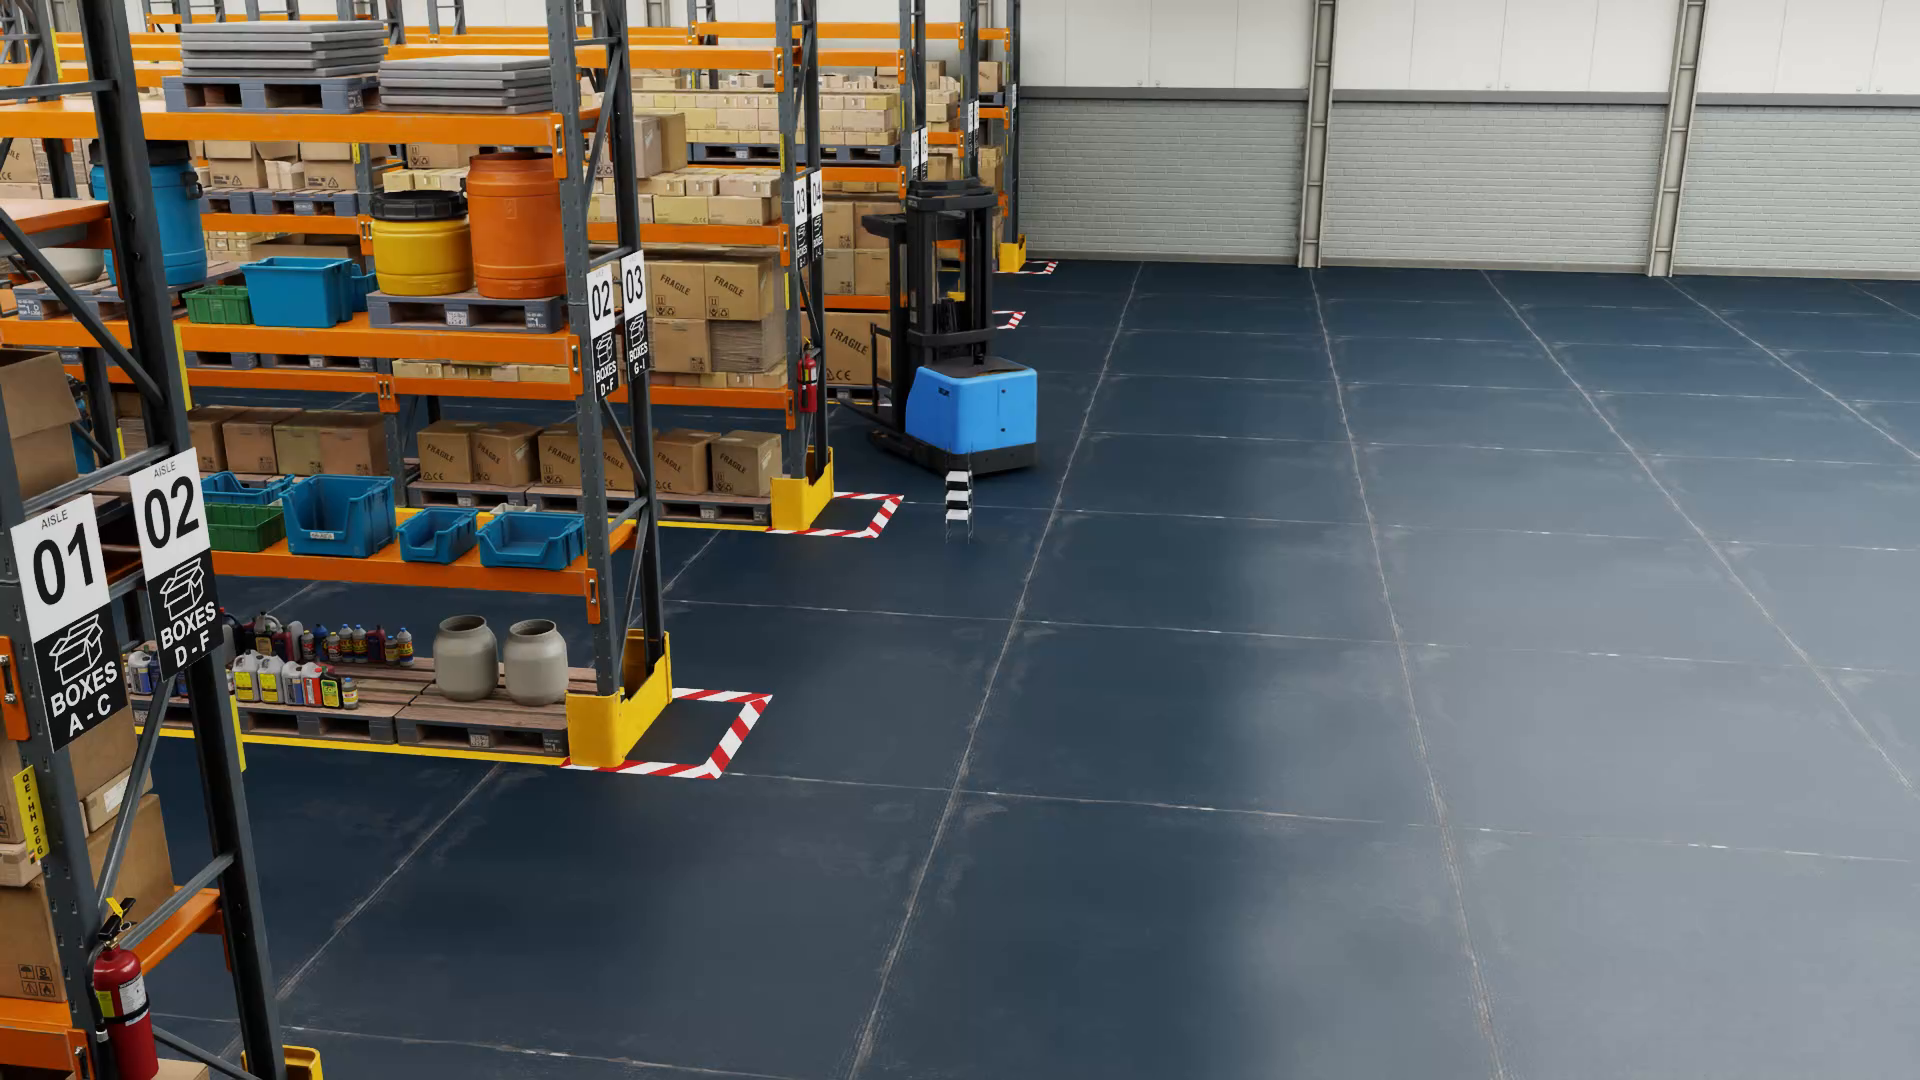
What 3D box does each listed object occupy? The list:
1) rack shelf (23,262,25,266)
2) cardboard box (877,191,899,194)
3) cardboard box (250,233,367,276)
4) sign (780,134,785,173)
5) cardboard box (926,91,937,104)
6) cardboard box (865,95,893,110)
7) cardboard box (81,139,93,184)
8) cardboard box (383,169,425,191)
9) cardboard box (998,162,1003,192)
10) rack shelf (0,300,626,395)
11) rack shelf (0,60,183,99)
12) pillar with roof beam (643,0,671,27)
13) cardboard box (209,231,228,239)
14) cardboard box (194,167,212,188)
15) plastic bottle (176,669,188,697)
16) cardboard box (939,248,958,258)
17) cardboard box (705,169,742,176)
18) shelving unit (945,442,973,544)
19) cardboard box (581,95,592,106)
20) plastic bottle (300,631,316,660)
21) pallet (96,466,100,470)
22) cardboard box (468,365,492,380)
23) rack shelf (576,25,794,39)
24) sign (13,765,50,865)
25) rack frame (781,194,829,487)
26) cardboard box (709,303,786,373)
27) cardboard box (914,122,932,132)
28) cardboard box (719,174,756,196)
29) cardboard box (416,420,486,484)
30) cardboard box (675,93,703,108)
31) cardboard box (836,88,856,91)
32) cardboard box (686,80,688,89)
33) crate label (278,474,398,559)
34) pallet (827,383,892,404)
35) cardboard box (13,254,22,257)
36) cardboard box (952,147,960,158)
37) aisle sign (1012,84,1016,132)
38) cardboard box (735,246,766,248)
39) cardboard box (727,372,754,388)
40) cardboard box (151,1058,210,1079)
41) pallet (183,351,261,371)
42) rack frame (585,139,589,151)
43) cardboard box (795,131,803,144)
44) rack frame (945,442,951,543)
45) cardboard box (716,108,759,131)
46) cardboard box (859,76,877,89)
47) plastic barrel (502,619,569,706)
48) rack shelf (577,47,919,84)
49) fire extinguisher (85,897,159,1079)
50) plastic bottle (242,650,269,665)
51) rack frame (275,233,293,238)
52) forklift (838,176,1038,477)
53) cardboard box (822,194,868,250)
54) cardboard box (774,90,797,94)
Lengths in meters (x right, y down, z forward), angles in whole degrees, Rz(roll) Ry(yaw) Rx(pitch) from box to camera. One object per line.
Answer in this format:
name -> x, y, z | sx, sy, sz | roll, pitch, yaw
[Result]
rack shelf -> -14.371, -3.603, 22.424 | 4.000, 0.370, 1.077 | 3, 19, 9
cardboard box -> -0.936, -4.951, 24.694 | 0.500, 0.500, 0.500 | 3, 19, 9
cardboard box -> -6.146, -2.459, 16.265 | 1.000, 1.000, 1.000 | 3, 19, 9
sign -> -1.542, -3.360, 14.442 | 0.005, 0.325, 0.100 | 3, 19, 9
cardboard box -> -0.492, -6.426, 24.141 | 0.250, 0.149, 0.380 | 3, 19, 10
cardboard box -> -0.934, -5.078, 19.292 | 0.250, 0.149, 0.380 | 3, 19, 9
cardboard box -> -7.912, -3.646, 15.747 | 0.500, 0.500, 0.500 | 2, 19, 7
cardboard box -> -5.112, -3.319, 15.324 | 0.250, 0.149, 0.380 | 2, 19, 7
cardboard box -> 0.476, -6.510, 29.821 | 0.500, 0.500, 0.500 | 4, 19, 10
rack shelf -> -4.195, -1.321, 10.877 | 4.000, 0.370, 1.077 | 3, 19, 9
rack shelf -> -7.358, -4.307, 15.703 | 4.000, 0.370, 1.077 | 3, 19, 9
pillar with roof beam -> -6.230, -8.466, 26.370 | 0.400, 9.000, 9.100 | 3, 19, 9
cardboard box -> -9.251, -3.898, 20.971 | 0.250, 0.149, 0.380 | 3, 19, 8
cardboard box -> -7.251, -3.466, 15.860 | 0.250, 0.166, 0.380 | 2, 19, 7
plastic bottle -> -5.252, 0.888, 11.351 | 0.185, 0.351, 0.144 | 2, 19, 6
cardboard box -> -0.082, -5.198, 29.730 | 0.500, 0.250, 0.500 | 3, 19, 9
cardboard box -> -2.179, -3.335, 15.370 | 0.250, 0.149, 0.380 | 3, 19, 8
shelving unit -> -0.008, -0.427, 15.108 | 0.210, 0.900, 0.258 | 3, 19, 9
cardboard box -> -5.413, -6.584, 25.048 | 0.500, 0.250, 0.500 | 3, 19, 9
plastic bottle -> -4.699, 0.753, 11.989 | 0.097, 0.201, 0.097 | 0, 18, 0
pallet -> -8.562, -0.731, 17.102 | 1.213, 0.211, 1.003 | 3, 19, 9
cardboard box -> -4.475, -1.637, 15.812 | 0.250, 0.149, 0.380 | 3, 19, 9
rack shelf -> -5.003, -8.967, 29.630 | 4.000, 0.370, 1.077 | 3, 19, 9
sign -> -3.109, 0.921, 5.573 | 0.005, 0.325, 0.100 | 3, 19, 9
rack frame -> -1.434, -1.690, 15.575 | 0.127, 3.000, 1.000 | 3, 19, 9
cardboard box -> -1.973, -1.915, 15.620 | 0.500, 0.500, 0.875 | 3, 19, 9
cardboard box -> -0.510, -6.031, 24.216 | 0.250, 0.149, 0.380 | 3, 19, 9
cardboard box -> -1.996, -3.197, 14.958 | 0.250, 0.149, 0.380 | 2, 19, 7
cardboard box -> -4.995, -0.873, 16.409 | 0.500, 0.500, 0.500 | 2, 19, 7
cardboard box -> -3.185, -5.193, 19.636 | 0.250, 0.149, 0.380 | 3, 19, 9
cardboard box -> -1.678, -6.645, 24.794 | 0.250, 0.149, 0.380 | 3, 19, 10
cardboard box -> -4.923, -8.101, 29.582 | 0.250, 0.149, 0.380 | 3, 19, 8
crate label -> -4.080, -0.163, 10.955 | 0.616, 0.435, 0.502 | 3, 19, 9
pallet -> -1.350, -1.933, 20.693 | 1.213, 0.211, 1.003 | 3, 19, 9
cardboard box -> -12.080, -3.759, 21.492 | 0.250, 0.149, 0.380 | 2, 19, 6
cardboard box -> 0.023, -6.806, 29.215 | 0.250, 0.149, 0.380 | 3, 19, 10
aisle sign -> 0.940, -7.488, 28.805 | 0.004, 0.787, 0.394 | 3, 19, 9
cardboard box -> -2.531, -3.417, 20.499 | 0.500, 0.550, 0.875 | 3, 19, 9
cardboard box -> -1.995, -1.534, 15.503 | 0.250, 0.149, 0.380 | 3, 19, 9
cardboard box -> -3.503, 2.421, 6.959 | 0.500, 0.250, 0.500 | 3, 19, 9
pallet -> -7.372, -1.915, 16.549 | 1.213, 0.211, 1.003 | 3, 19, 9
rack frame -> -6.977, -6.753, 30.705 | 0.127, 3.000, 1.000 | 3, 19, 9
cardboard box -> -1.935, -4.751, 19.571 | 0.250, 0.149, 0.380 | 3, 19, 8
rack frame -> -0.108, -0.432, 15.124 | 0.006, 0.900, 0.240 | 3, 19, 9
cardboard box -> -2.562, -4.992, 19.663 | 0.500, 0.250, 0.500 | 3, 19, 9
cardboard box -> -1.611, -7.987, 29.059 | 0.258, 0.266, 0.396 | 2, 19, 7
plastic barrel -> -2.882, 0.833, 11.293 | 0.421, 0.512, 0.421 | 0, 18, 0
rack shelf -> -2.522, -5.654, 19.730 | 4.000, 0.370, 1.077 | 3, 19, 9
fire extinguisher -> -2.966, 1.601, 5.860 | 0.183, 0.674, 0.296 | 3, 19, 9
plastic bottle -> -4.833, 0.897, 11.442 | 0.135, 0.276, 0.152 | 3, 19, 9
rack frame -> -8.446, -3.642, 21.407 | 0.127, 3.000, 1.000 | 3, 19, 9
forklift -> -0.369, -2.448, 17.946 | 1.130, 2.935, 3.031 | -11, 21, -29
cardboard box -> -1.466, -3.852, 20.097 | 0.550, 0.550, 0.875 | 3, 19, 9
cardboard box -> -2.082, -5.348, 20.099 | 0.250, 0.149, 0.380 | 3, 19, 8
